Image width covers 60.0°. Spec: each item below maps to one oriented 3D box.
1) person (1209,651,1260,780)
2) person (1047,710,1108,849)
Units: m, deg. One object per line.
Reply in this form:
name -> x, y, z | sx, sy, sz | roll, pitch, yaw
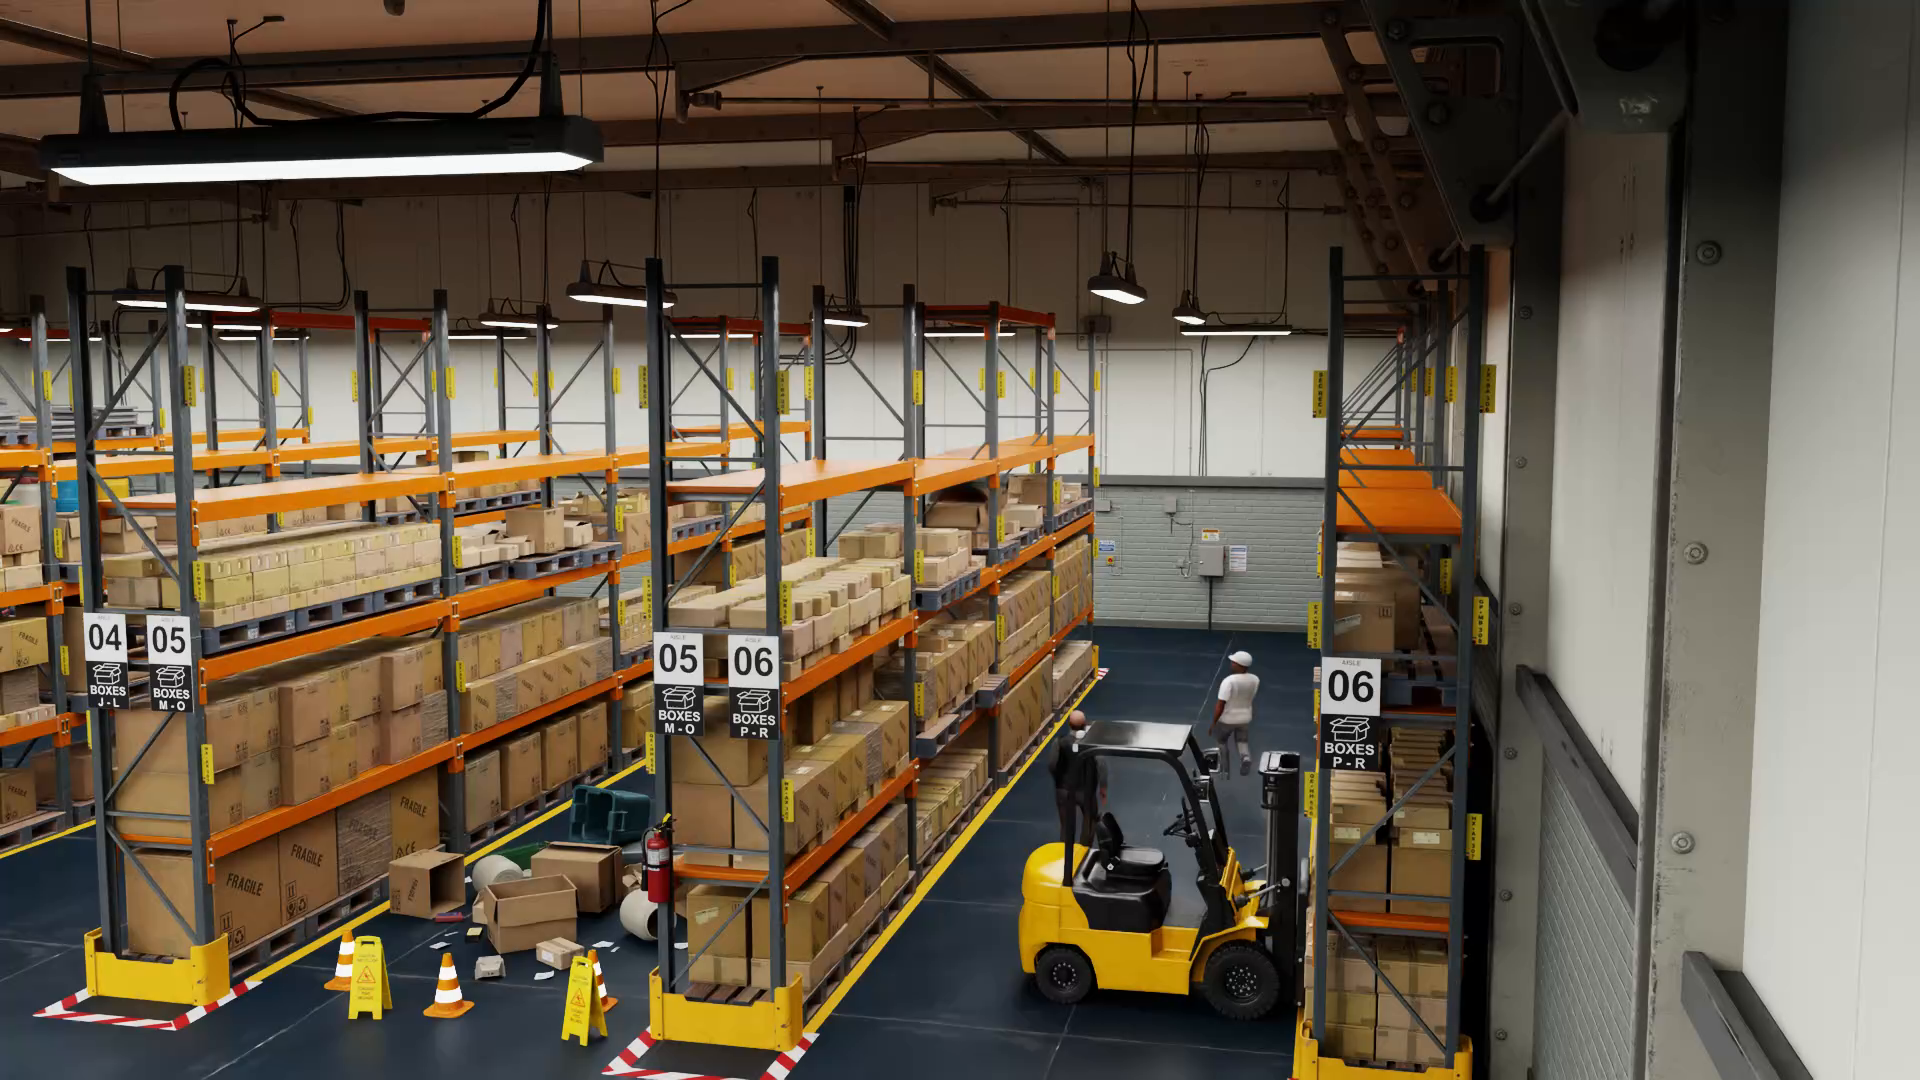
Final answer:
person -> 3.307, 2.162, 20.411 | 0.658, 1.674, 0.843 | -1, 6, -12
person -> 1.218, 2.618, 17.136 | 0.639, 1.747, 0.692 | 2, 6, 16
